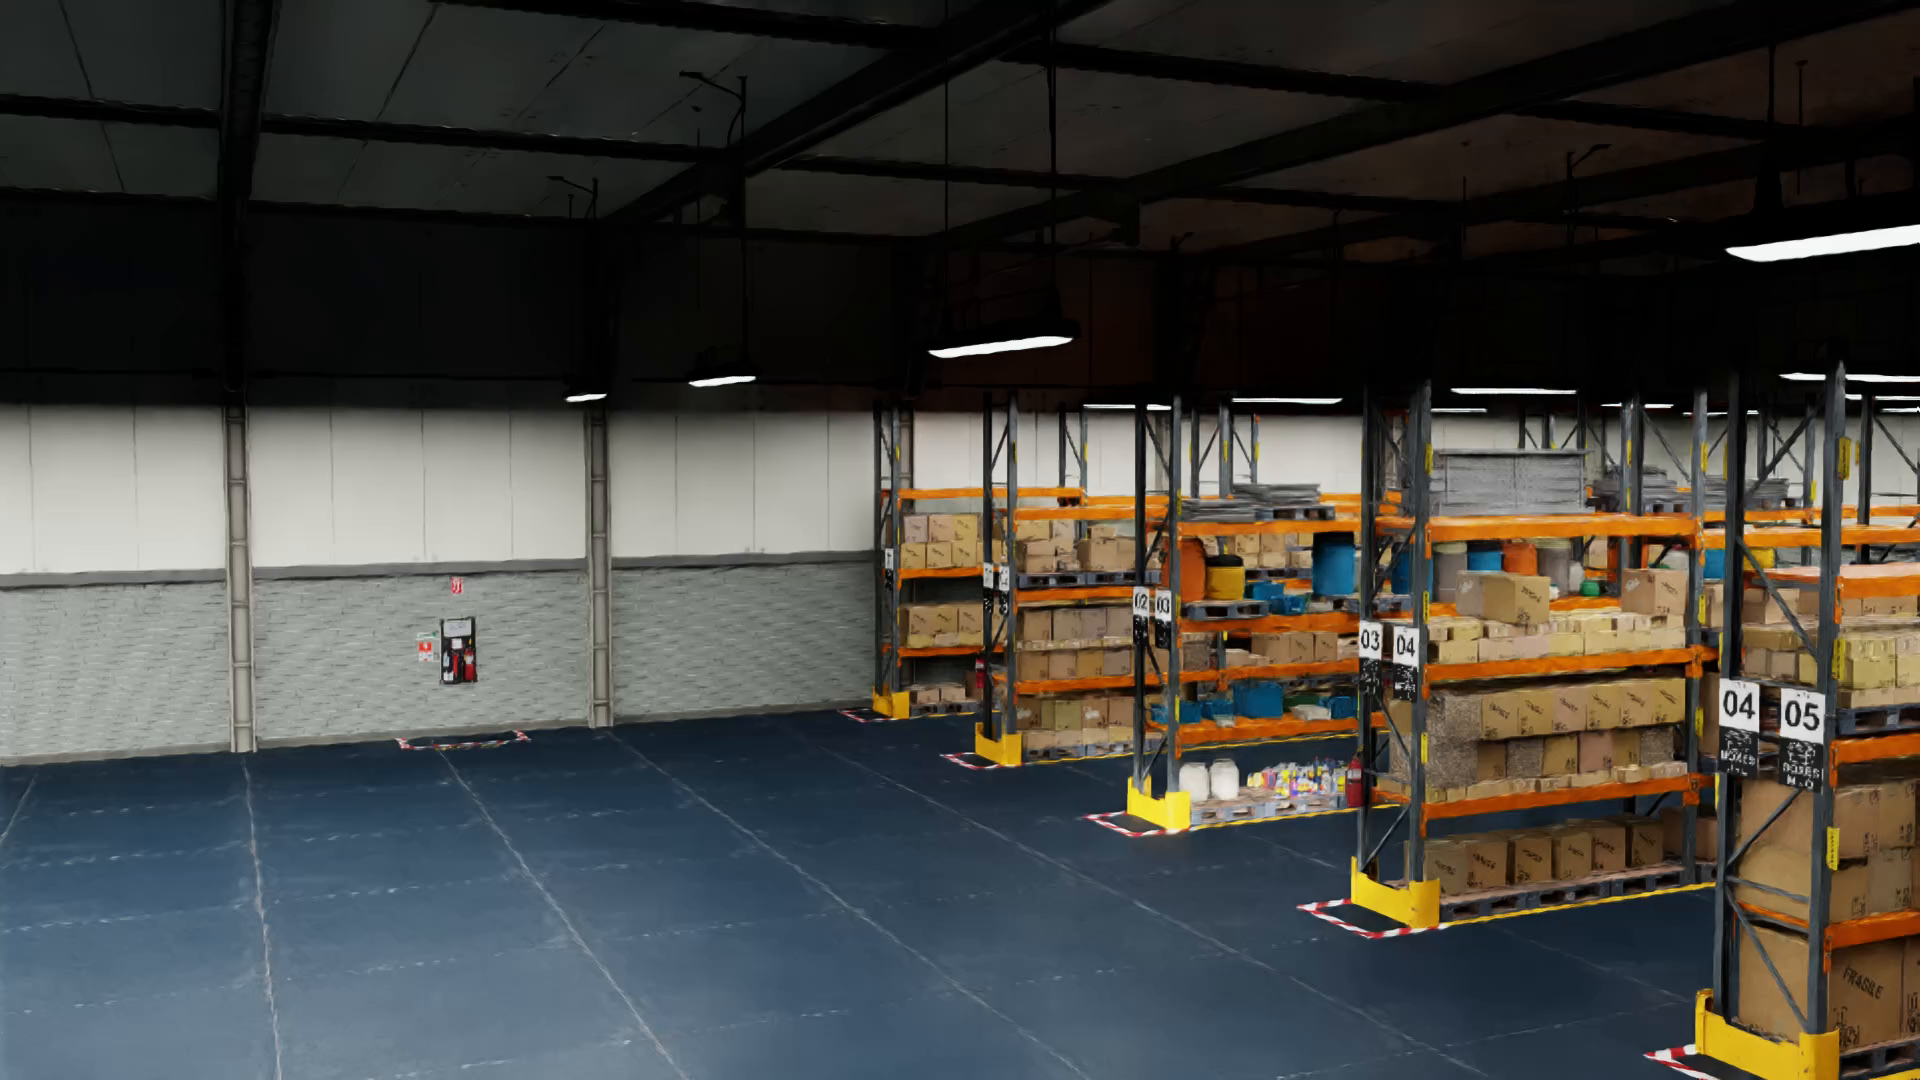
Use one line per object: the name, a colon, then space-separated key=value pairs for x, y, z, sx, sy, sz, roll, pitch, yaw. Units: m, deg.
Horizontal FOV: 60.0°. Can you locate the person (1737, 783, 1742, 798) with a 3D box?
person: x=10.310 y=2.999 z=22.260 sx=1.123 sy=1.709 sz=0.553 roll=-1 pitch=4 yaw=-22
